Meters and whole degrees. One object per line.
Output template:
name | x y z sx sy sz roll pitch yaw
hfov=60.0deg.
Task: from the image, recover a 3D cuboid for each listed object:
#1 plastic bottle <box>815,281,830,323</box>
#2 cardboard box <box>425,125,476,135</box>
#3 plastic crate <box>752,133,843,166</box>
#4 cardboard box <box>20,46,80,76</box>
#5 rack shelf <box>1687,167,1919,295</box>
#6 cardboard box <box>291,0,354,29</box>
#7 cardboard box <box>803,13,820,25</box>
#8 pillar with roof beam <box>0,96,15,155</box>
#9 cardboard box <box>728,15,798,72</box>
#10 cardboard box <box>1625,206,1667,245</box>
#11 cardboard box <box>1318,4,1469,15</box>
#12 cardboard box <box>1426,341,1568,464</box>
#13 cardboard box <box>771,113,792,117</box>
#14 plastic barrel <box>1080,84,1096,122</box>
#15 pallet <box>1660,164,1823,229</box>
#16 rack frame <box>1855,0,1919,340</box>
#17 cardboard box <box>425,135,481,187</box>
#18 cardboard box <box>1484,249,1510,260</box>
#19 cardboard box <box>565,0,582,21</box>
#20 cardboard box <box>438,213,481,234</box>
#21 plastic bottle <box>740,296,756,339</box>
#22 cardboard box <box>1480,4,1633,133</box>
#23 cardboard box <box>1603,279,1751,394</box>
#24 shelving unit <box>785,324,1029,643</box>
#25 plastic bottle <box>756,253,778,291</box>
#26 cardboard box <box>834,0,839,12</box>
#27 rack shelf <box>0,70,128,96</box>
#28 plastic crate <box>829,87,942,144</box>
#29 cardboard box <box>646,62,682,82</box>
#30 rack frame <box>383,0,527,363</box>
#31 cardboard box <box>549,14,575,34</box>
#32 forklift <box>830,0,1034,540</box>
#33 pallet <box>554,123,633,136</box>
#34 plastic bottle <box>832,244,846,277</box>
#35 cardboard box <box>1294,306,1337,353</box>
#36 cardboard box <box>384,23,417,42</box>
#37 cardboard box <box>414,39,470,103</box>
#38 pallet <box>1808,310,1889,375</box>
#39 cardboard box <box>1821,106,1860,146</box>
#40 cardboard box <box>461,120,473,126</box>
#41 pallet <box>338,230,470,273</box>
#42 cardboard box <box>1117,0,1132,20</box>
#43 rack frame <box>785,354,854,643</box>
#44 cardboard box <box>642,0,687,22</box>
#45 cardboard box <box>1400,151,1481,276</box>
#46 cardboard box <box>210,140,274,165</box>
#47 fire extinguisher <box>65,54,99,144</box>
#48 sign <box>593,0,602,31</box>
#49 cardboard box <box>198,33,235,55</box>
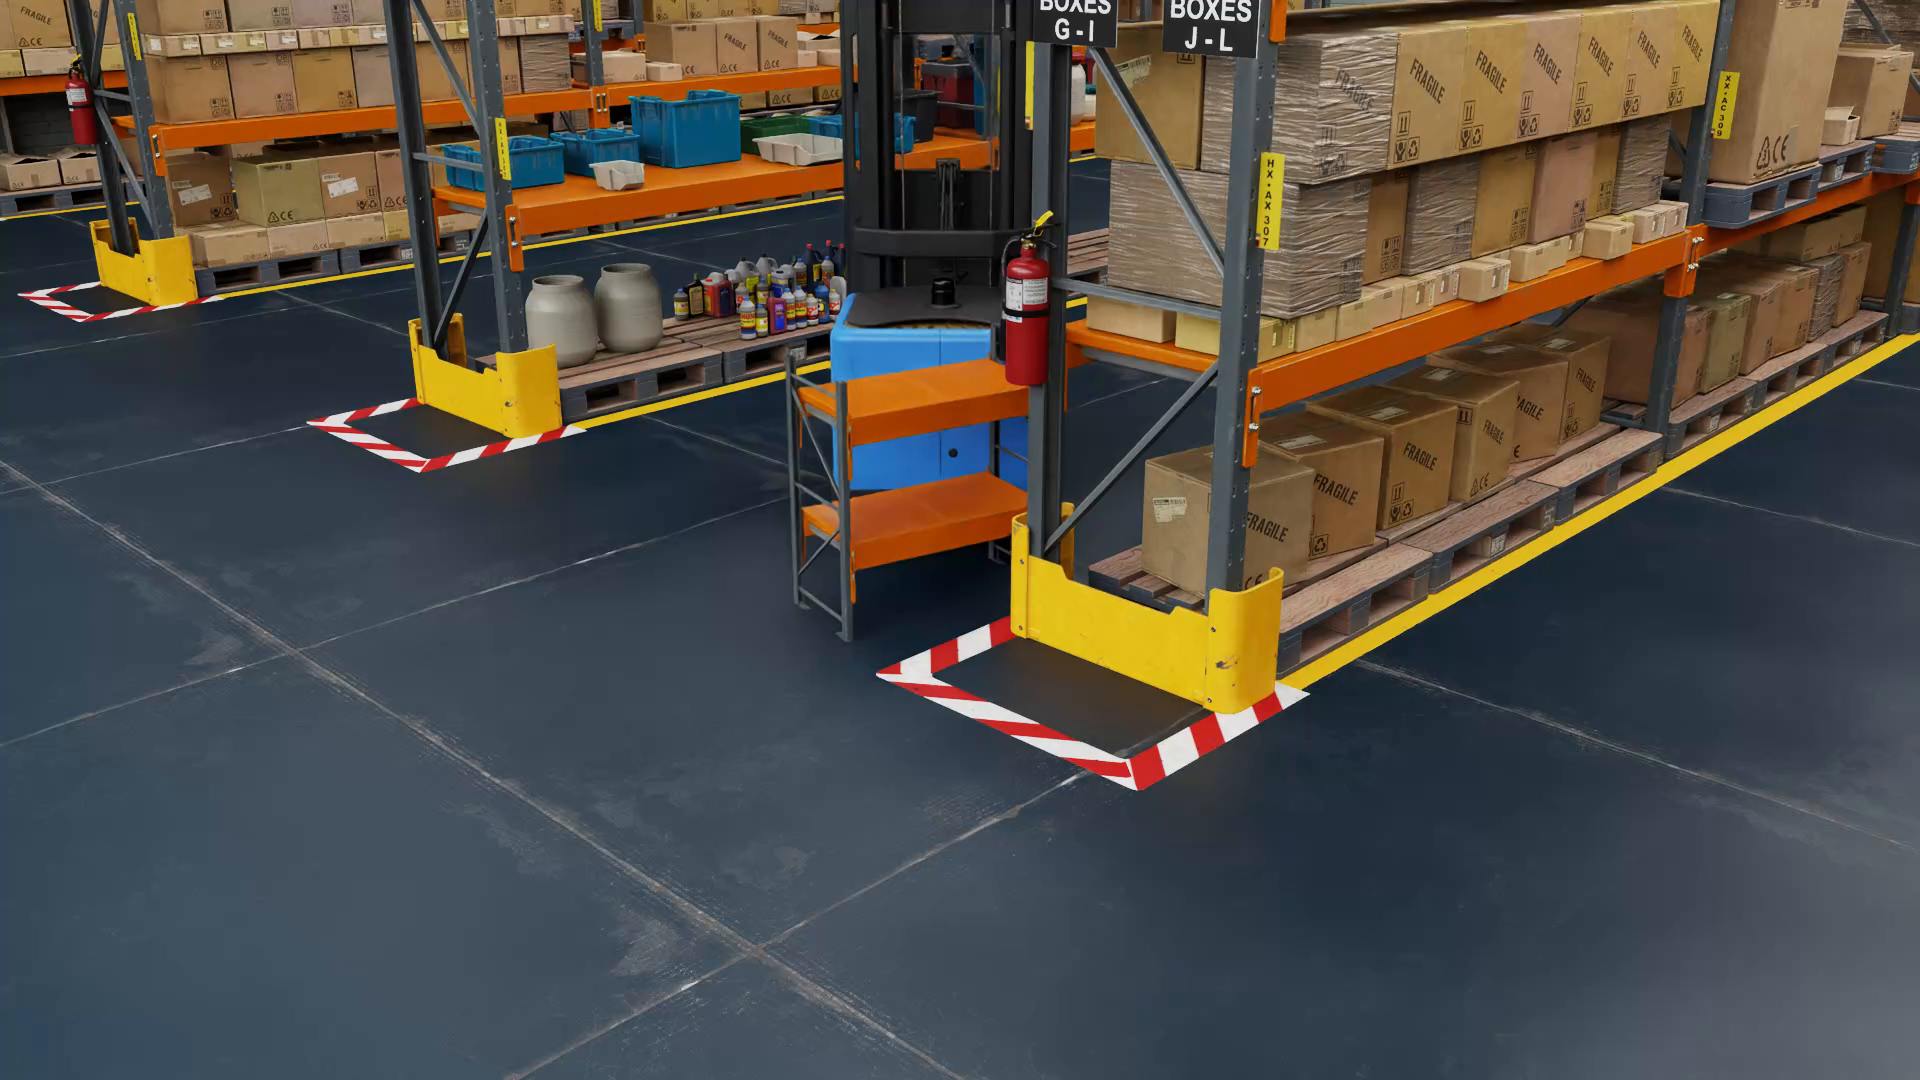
plastic bottle | -0.937 -1.621 11.301 0.097 0.271 0.097 0 21 0
cardboard box | -4.522 -3.496 15.190 0.500 0.500 0.500 19 28 41
plastic crate | -1.036 -2.560 10.921 0.530 0.136 0.437 19 28 41
cardboard box | -9.053 -4.737 16.400 0.500 0.250 0.500 18 28 39
rack shelf | 4.859 -2.102 10.366 1.077 0.370 4.000 19 28 41
cardboard box | -5.336 -4.425 13.459 0.700 0.500 0.500 19 28 41
cardboard box | -2.149 -7.225 23.014 0.380 0.149 0.250 19 28 41
pillar with roof beam | -7.020 -6.734 13.053 9.100 9.000 0.400 19 28 41
cardboard box | -1.999 -5.044 16.877 0.500 0.500 0.500 17 27 38
cardboard box | 3.343 -1.616 8.448 0.380 0.149 0.250 19 28 41
cardboard box | 1.930 -2.136 7.502 0.500 0.500 0.500 19 28 41
cardboard box | 2.762 -0.711 8.643 0.500 0.500 0.500 -11 23 -25
cardboard box | -1.777 -4.409 17.829 0.500 0.311 0.500 18 28 39
plastic barrel | 0.949 -3.401 12.935 0.301 0.262 0.301 0 21 0
pallet | 4.101 -1.995 9.350 1.003 0.211 1.213 19 28 41
rack frame | 6.254 -2.952 11.575 1.000 3.000 0.127 19 28 41
cardboard box | -4.501 -3.238 14.520 0.500 0.500 0.500 19 28 41
cardboard box | 2.239 -1.251 7.498 0.380 0.149 0.250 19 28 41
cardboard box | -5.084 -6.650 20.442 0.700 0.500 0.500 16 26 36
cardboard box | -4.492 -2.885 14.646 0.500 0.250 0.500 19 28 41
plastic bottle | -1.387 -1.455 10.870 0.097 0.271 0.097 0 21 0
cardboard box | 2.650 -2.135 7.500 0.500 0.500 0.500 19 28 41
cardboard box | 4.254 -1.233 9.972 0.700 0.500 0.500 19 28 40
shelving unit | -0.155 -0.268 7.201 1.048 1.125 0.538 -12 24 -29
plastic bottle | -1.373 -1.871 11.841 0.144 0.351 0.185 19 28 40
cardboard box | -1.743 -7.713 23.378 0.500 0.500 0.500 19 28 40
rack shelf | -8.578 -4.793 17.367 1.077 0.370 4.000 19 28 41
plastic crate | -0.541 -3.032 11.869 0.767 0.338 0.504 19 28 41
cardboard box | -2.866 -4.464 15.857 0.380 0.149 0.250 19 28 41
rack frame | -2.875 -2.135 9.450 1.000 3.000 0.127 19 28 41
cardboard box | -3.667 -4.630 14.897 0.380 0.149 0.250 19 28 41
forklift | -0.045 -1.847 8.795 1.130 2.935 3.031 1 21 2
pallet | -4.939 -5.169 21.230 1.003 0.211 1.213 19 28 41
plastic bottle | -0.842 -1.993 12.158 0.144 0.351 0.185 19 28 41
cardboard box | 1.231 -0.852 6.460 0.380 0.149 0.250 19 28 41
cardboard box | -4.737 -4.235 13.869 0.250 0.149 0.380 -19 28 -40
cardboard box | -4.652 -4.070 14.344 0.500 0.500 0.700 -20 28 -41
pallet | 5.708 -1.450 11.553 1.003 0.211 1.213 19 28 41
cardboard box | 5.285 -2.589 10.232 0.396 0.266 0.258 18 28 39
cardboard box | -5.972 -5.142 20.142 0.700 0.500 0.500 20 28 41
pallet | -5.067 -2.594 14.528 1.003 0.211 1.213 19 28 41
cardboard box | 2.115 -6.700 21.186 0.500 0.500 0.500 -20 28 -41
rack frame | -0.589 -0.172 6.953 0.032 1.125 0.500 -12 24 -29
cardboard box | -3.870 -6.927 21.334 0.500 0.500 0.500 -19 28 -40
cardboard box | 1.720 -1.492 7.222 0.875 0.500 0.500 19 28 41
cardboard box | -7.878 -4.405 18.225 0.500 0.500 0.500 17 27 37
fire extinguisher | -6.837 -3.426 12.915 0.296 0.674 0.183 19 28 41
sign | -3.232 -4.707 14.823 0.100 0.325 0.005 19 28 41
cardboard box | -5.811 -3.841 12.844 0.380 0.149 0.250 18 28 39
